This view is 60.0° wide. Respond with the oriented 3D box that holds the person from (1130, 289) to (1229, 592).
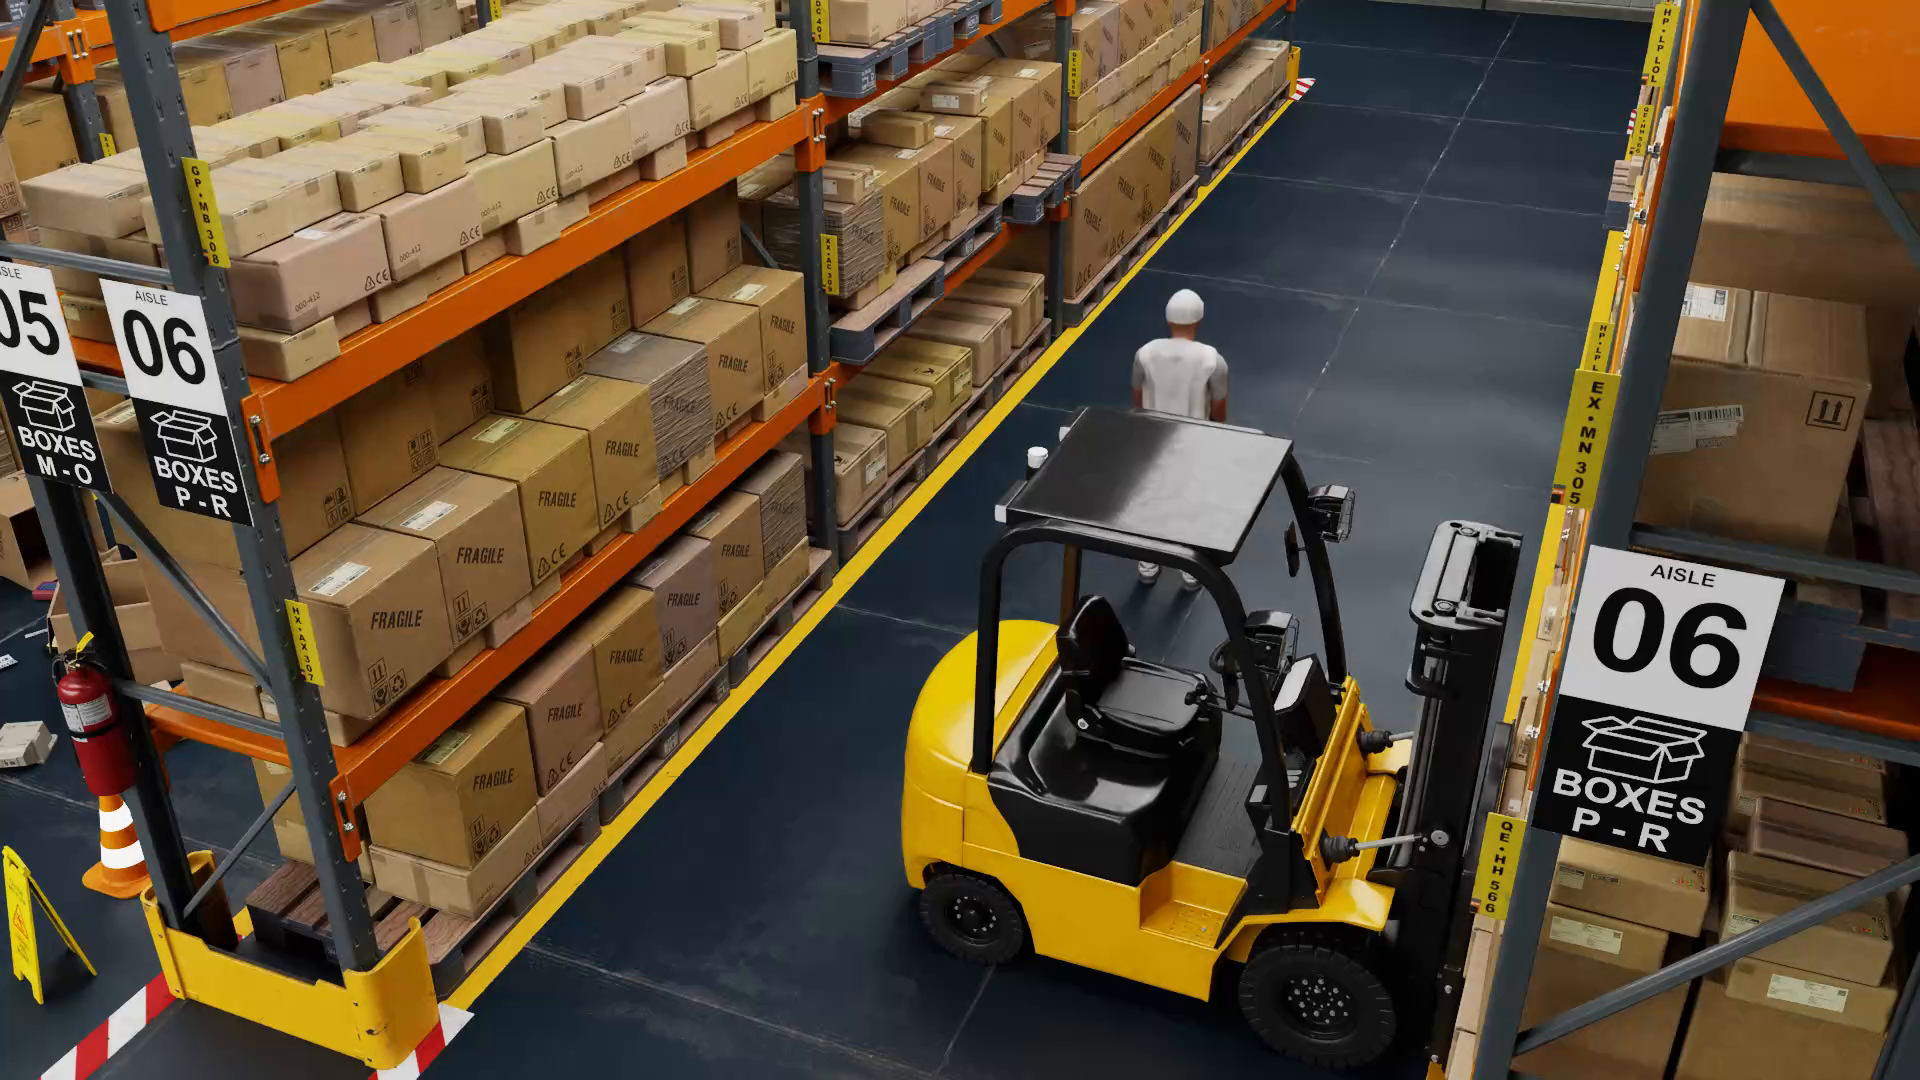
[{"bbox_3d":[1.221,-0.555,9.363,0.539,1.790,0.437,11,31,18],"label":"person"}]
